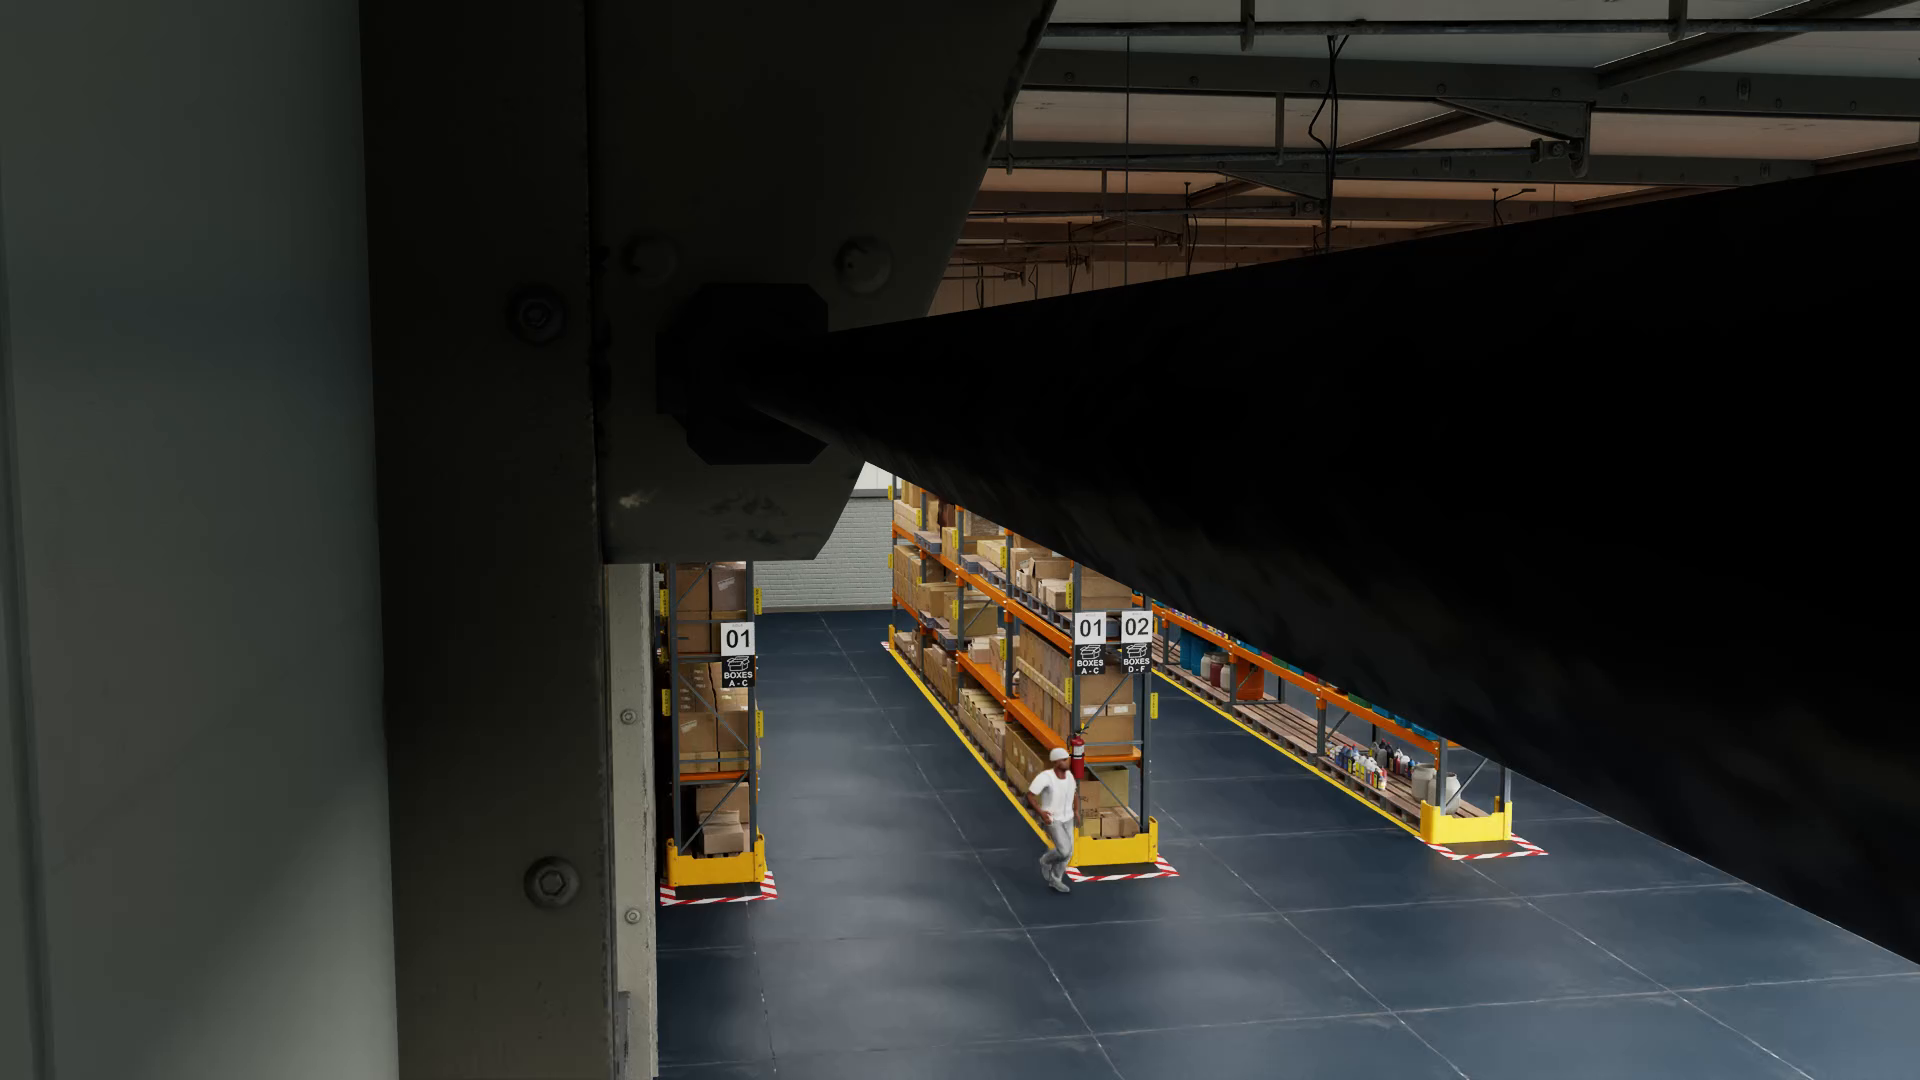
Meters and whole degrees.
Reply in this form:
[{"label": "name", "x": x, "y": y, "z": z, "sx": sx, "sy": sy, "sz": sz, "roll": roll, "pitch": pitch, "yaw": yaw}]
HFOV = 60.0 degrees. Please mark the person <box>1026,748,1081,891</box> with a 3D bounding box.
[{"label": "person", "x": 1.189, "y": 3.338, "z": 19.856, "sx": 0.731, "sy": 1.728, "sz": 0.529, "roll": -5, "pitch": 8, "yaw": -37}]
